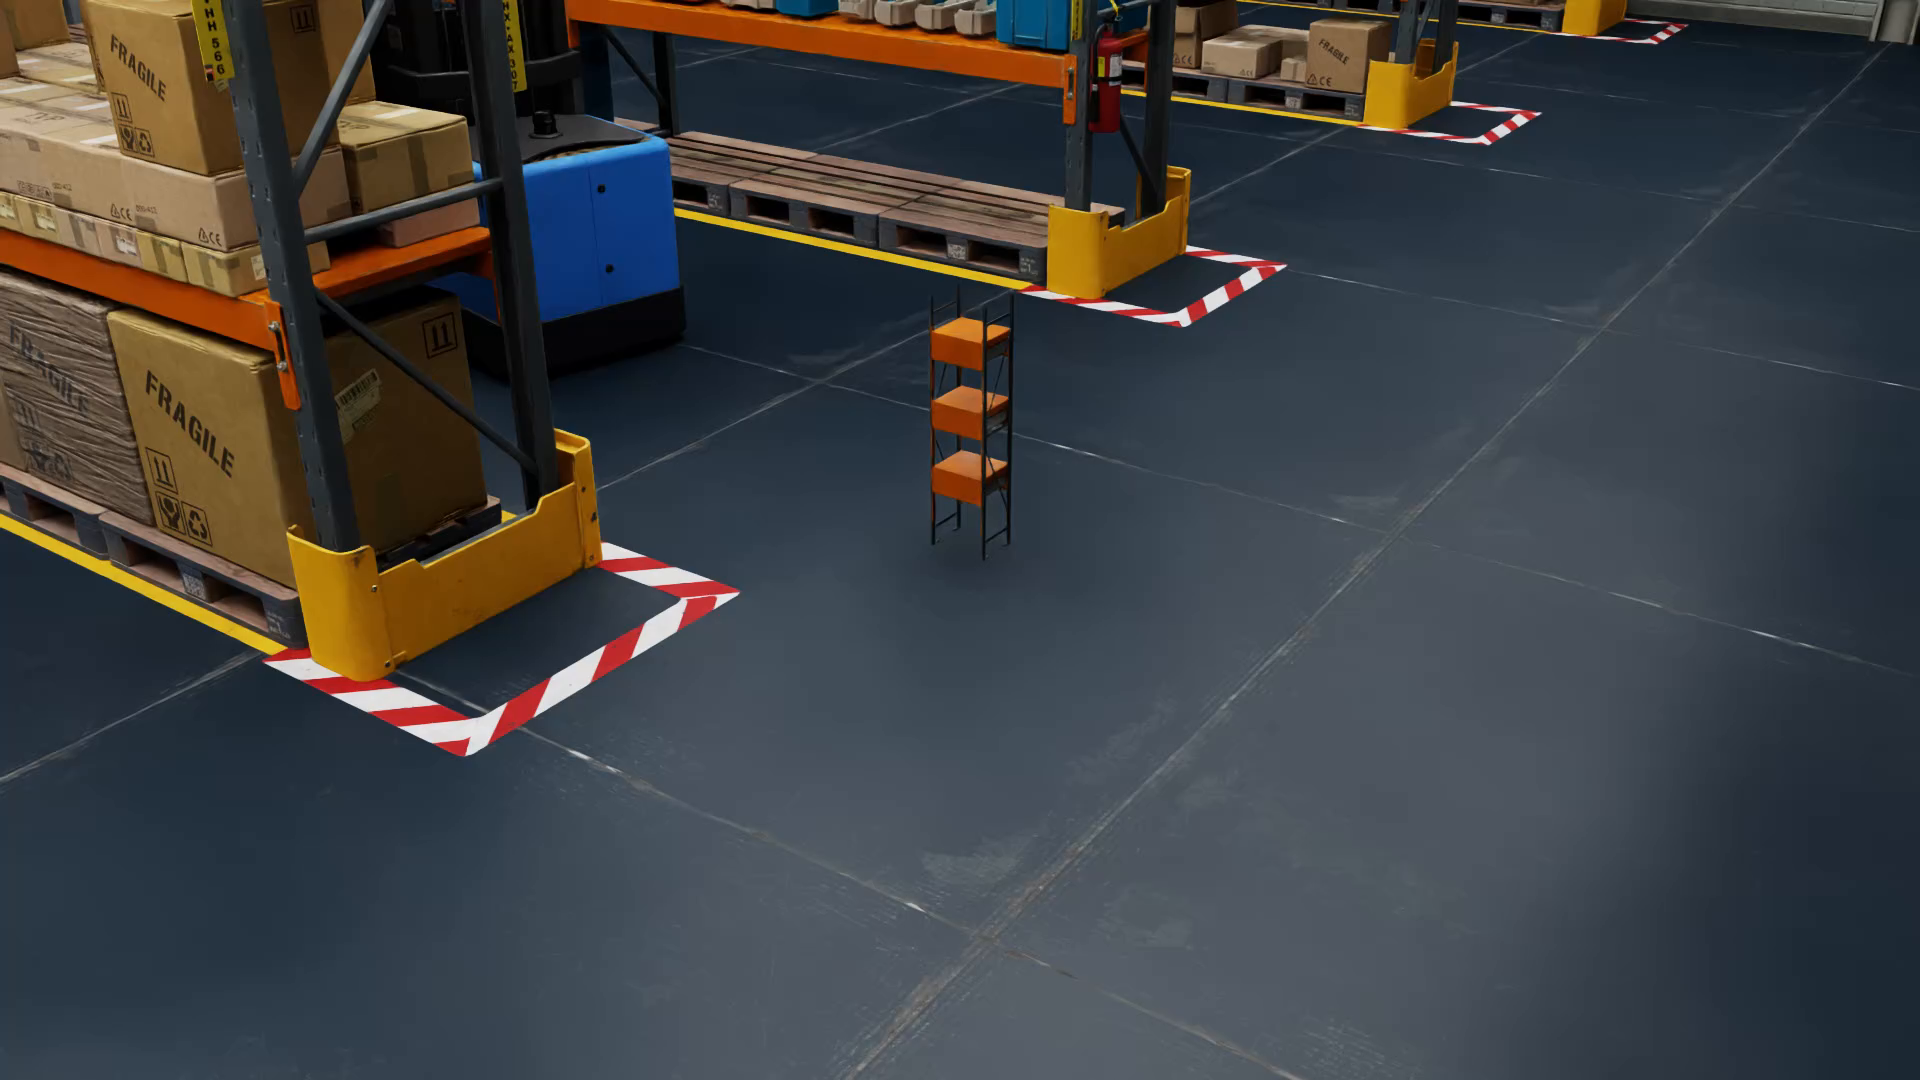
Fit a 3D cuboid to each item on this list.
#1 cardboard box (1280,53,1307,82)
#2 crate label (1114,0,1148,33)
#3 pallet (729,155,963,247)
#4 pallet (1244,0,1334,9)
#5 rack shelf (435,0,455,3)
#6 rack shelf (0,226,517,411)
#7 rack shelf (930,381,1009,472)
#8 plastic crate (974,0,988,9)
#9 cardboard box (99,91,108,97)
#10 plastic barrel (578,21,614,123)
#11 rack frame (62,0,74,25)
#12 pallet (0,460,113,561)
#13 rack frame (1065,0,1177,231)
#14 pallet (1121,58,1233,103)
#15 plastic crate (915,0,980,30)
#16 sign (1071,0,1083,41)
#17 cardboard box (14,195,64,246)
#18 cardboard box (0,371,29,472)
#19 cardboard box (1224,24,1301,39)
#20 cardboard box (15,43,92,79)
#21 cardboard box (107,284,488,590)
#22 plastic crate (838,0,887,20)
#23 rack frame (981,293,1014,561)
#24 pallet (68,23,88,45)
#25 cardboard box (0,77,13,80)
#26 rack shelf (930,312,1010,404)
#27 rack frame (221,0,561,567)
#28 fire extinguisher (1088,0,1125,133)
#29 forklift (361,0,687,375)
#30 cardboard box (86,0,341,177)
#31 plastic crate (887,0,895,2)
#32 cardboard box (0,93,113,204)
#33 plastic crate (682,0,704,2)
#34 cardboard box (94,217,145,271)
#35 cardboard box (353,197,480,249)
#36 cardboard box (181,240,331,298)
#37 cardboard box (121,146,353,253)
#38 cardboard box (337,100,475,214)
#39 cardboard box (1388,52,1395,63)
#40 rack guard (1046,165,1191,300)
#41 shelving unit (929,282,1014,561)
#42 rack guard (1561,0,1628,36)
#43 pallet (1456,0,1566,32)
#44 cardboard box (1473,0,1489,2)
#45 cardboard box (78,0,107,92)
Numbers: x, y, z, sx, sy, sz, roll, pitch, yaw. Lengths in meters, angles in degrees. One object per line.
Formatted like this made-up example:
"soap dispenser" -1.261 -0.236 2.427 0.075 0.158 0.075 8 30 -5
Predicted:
"cardboard box" 2.856 -3.921 13.786 0.250 0.166 0.380 17 32 30
"crate label" 0.901 -3.090 9.633 0.303 0.233 0.416 17 32 30
"pallet" -0.741 -2.248 10.935 1.213 0.211 1.003 17 32 30
"pallet" 3.813 -6.215 18.730 1.213 0.211 1.003 17 32 30
"rack shelf" -4.027 -4.171 12.433 4.000 0.370 1.077 17 32 30
"rack shelf" -3.534 -1.292 6.776 4.000 0.370 1.077 17 32 30
"rack shelf" 0.044 -0.445 6.490 0.240 0.259 0.215 17 32 30
"plastic crate" 0.125 -3.334 10.220 0.298 0.136 0.250 17 32 30
"cardboard box" -2.973 -1.651 6.524 0.500 0.250 0.500 16 31 29
"plastic barrel" -2.817 -3.376 11.928 0.708 0.901 0.600 17 32 30
"rack frame" -8.973 -6.033 15.297 0.127 3.000 1.000 17 32 30
"pallet" -3.591 -0.346 7.198 1.213 0.211 1.003 17 32 30
"rack frame" 0.919 -2.951 9.242 0.127 3.000 1.000 17 32 30
"pallet" 2.004 -4.097 14.568 1.213 0.211 1.003 17 32 30
"plastic crate" -0.087 -3.082 9.723 0.243 0.136 0.396 17 32 30
"sign" 0.620 -2.814 8.793 0.005 0.325 0.100 17 32 30
"cardboard box" -3.208 -1.218 6.112 0.250 0.149 0.380 17 31 29
"cardboard box" -3.942 -0.936 7.162 0.875 0.875 0.875 17 32 30
"cardboard box" 2.614 -4.275 14.390 0.500 0.250 0.500 17 32 30
"cardboard box" -3.822 -1.914 7.042 0.500 0.250 0.500 18 32 31
"cardboard box" -2.459 -0.474 6.254 0.875 0.875 0.875 17 32 30
"plastic crate" -0.585 -3.213 9.982 0.250 0.136 0.298 17 32 30
"rack frame" 0.145 -0.423 6.423 0.008 1.050 0.200 17 32 30
"pallet" -8.304 -4.603 15.562 1.213 0.211 1.003 17 32 30
"cardboard box" -4.107 -1.713 6.647 0.500 0.250 0.500 18 32 32
"rack shelf" 0.044 -0.698 6.361 0.240 0.259 0.215 17 32 30
"rack frame" -1.886 -1.100 5.603 0.127 3.000 1.000 17 32 30
"fire extinguisher" 0.786 -2.542 8.934 0.183 0.674 0.296 17 32 30
"forklift" -2.810 -2.706 8.836 1.130 2.935 3.031 -22 35 -37
"cardboard box" -2.436 -1.526 5.453 0.500 0.500 0.500 18 32 31
"plastic crate" -0.431 -3.505 10.449 0.300 0.233 0.416 17 32 30
"cardboard box" -3.273 -1.452 6.132 0.500 0.250 0.500 16 31 29
"plastic crate" -1.785 -3.711 10.597 0.583 0.464 0.402 17 32 30
"cardboard box" -2.788 -1.087 5.856 0.250 0.149 0.380 17 32 30
"cardboard box" -1.992 -1.202 6.082 0.250 0.149 0.380 18 32 31
"cardboard box" -2.366 -0.956 5.598 0.250 0.149 0.380 18 32 31
"cardboard box" -2.435 -1.190 5.619 0.500 0.250 0.500 17 31 30
"cardboard box" -2.129 -1.389 6.010 0.500 0.250 0.500 16 31 29
"cardboard box" 3.575 -3.964 13.889 0.250 0.149 0.380 17 32 30
"rack guard" 0.946 -1.836 9.806 0.348 0.500 1.175 17 32 30
"shelving unit" 0.044 -0.454 6.485 0.252 1.050 0.215 17 32 30
"rack guard" 6.547 -5.535 17.075 0.348 0.500 1.175 17 32 30
"pallet" 5.824 -5.588 17.498 1.213 0.211 1.003 17 32 30
"cardboard box" 5.481 -5.999 17.524 0.500 0.500 0.700 17 32 30
"cardboard box" -2.971 -1.983 6.350 0.500 0.500 0.500 16 31 29
